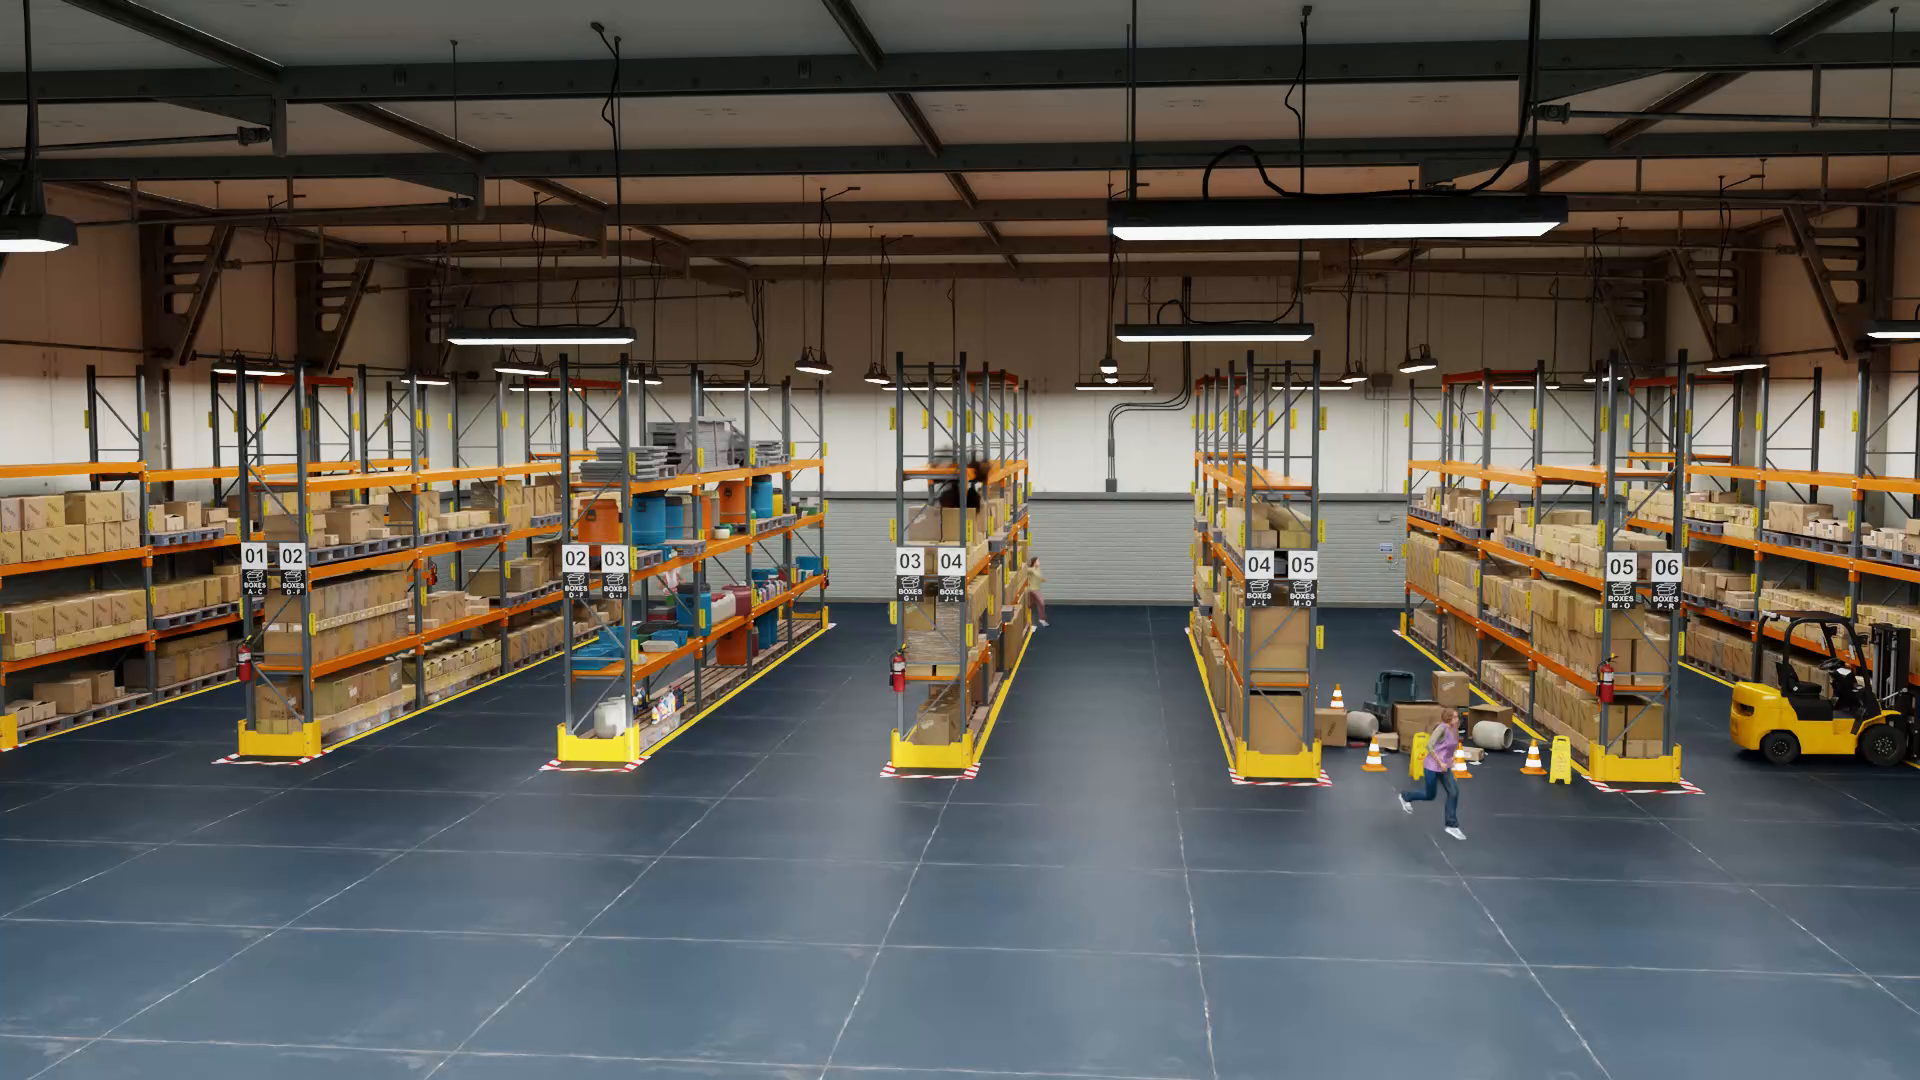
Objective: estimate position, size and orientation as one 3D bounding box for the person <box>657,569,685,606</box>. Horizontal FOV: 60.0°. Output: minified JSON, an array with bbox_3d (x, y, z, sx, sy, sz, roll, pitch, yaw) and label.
[{"bbox_3d":[-6.960,1.307,40.169,0.668,1.707,0.581,-2,4,-22],"label":"person"}]

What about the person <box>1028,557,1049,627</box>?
[{"bbox_3d":[1.819,1.257,40.912,0.911,1.687,0.594,2,4,25],"label":"person"}]

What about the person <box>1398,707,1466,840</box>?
[{"bbox_3d":[5.771,2.796,20.255,0.540,1.586,0.940,-3,5,-41],"label":"person"}]
